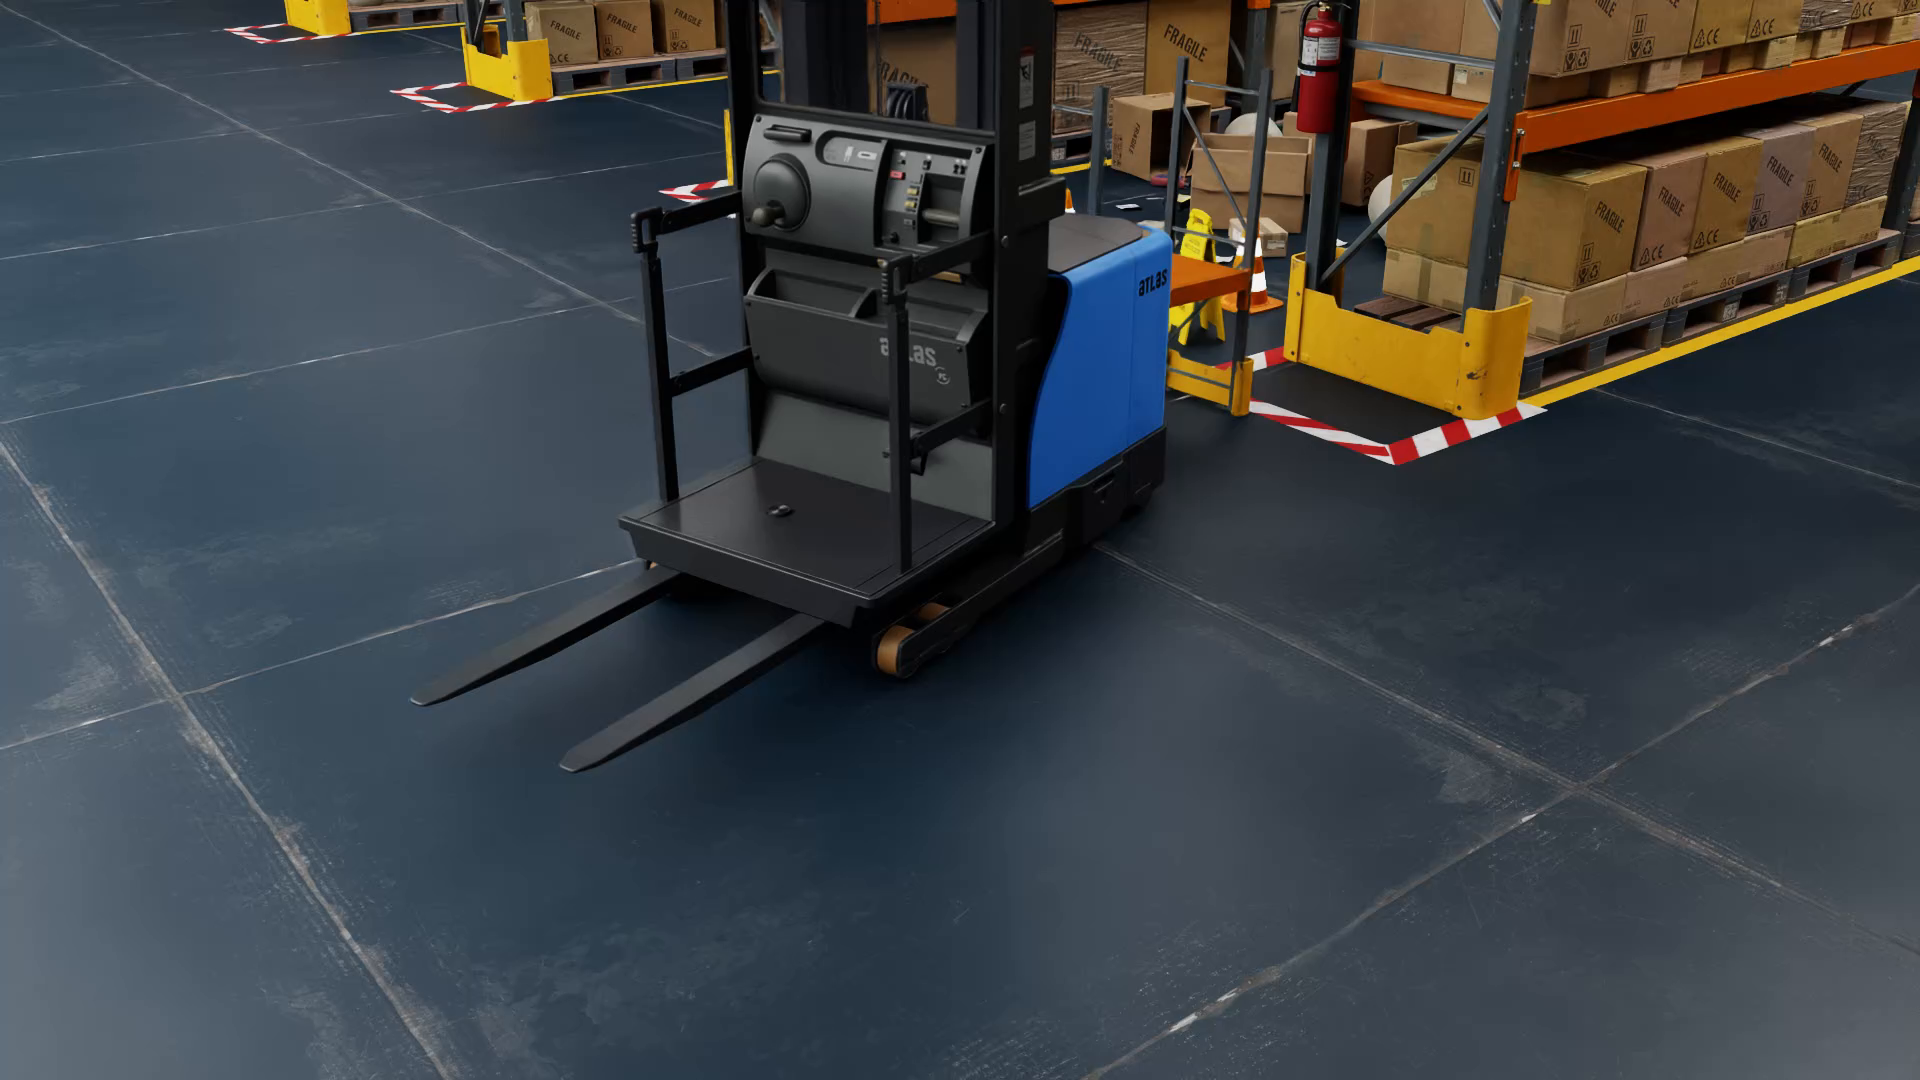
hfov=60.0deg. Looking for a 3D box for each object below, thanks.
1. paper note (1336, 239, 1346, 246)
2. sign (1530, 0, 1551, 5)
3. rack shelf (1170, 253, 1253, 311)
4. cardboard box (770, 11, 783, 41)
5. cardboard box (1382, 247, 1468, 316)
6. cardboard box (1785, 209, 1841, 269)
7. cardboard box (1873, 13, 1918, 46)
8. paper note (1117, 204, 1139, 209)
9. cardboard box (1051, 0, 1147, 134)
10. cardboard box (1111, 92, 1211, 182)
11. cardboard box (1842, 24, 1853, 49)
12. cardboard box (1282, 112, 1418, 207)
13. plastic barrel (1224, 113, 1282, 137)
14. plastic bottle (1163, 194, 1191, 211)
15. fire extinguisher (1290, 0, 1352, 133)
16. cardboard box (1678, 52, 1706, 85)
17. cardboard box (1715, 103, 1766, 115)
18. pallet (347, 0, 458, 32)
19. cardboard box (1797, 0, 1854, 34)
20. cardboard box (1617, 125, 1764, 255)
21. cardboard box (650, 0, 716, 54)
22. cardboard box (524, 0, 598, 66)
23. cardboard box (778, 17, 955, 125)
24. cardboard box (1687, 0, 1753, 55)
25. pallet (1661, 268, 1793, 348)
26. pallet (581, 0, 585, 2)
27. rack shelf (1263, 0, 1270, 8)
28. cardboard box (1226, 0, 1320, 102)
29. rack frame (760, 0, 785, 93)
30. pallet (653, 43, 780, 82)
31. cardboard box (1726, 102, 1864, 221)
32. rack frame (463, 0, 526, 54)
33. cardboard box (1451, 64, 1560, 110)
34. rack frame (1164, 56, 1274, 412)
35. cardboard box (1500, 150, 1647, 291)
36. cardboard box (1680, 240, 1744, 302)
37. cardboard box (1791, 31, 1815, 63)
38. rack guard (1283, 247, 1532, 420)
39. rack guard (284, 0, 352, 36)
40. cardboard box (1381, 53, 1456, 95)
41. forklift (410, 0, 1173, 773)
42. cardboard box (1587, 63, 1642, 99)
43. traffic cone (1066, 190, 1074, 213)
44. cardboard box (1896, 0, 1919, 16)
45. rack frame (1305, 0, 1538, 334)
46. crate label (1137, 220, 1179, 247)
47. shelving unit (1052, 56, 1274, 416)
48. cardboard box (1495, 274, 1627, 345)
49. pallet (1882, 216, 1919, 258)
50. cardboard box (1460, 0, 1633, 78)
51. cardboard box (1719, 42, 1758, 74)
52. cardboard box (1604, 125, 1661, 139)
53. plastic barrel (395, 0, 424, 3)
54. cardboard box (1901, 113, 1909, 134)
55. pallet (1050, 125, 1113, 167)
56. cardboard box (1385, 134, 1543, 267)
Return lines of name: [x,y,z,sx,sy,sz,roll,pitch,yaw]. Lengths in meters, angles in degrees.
paper note: [2.280,-1.824,10.158,0.142,0.019,0.148,-8,26,-16]
sign: [2.338,-2.313,6.643,0.005,0.325,0.100,-18,31,-34]
rack shelf: [0.724,-1.050,7.111,1.000,0.185,0.538,-19,30,-39]
cardboard box: [-1.750,-5.237,16.441,0.500,0.500,0.500,-9,26,-18]
cardboard box: [2.492,-1.349,8.361,0.500,0.250,0.500,-18,31,-34]
cardboard box: [4.439,-1.698,9.113,0.500,0.250,0.500,-19,31,-35]
cardboard box: [4.894,-2.774,8.962,0.250,0.149,0.380,-17,30,-33]
paper note: [1.118,-2.200,10.957,0.142,0.017,0.144,-8,26,-16]
cardboard box: [0.772,-3.604,12.477,0.875,0.875,0.875,-18,30,-34]
cardboard box: [1.428,-2.877,11.852,0.500,0.500,0.500,-13,28,-25]
cardboard box: [4.436,-2.672,8.742,0.250,0.149,0.380,-19,31,-35]
cardboard box: [2.554,-2.570,11.029,0.503,0.637,0.797,-18,31,-34]
plastic barrel: [2.071,-2.781,11.740,0.421,0.421,0.512,1,25,2]
plastic bottle: [1.461,-2.241,11.005,0.133,0.061,0.283,15,29,29]
fire extinguisher: [1.629,-2.188,7.493,0.183,0.674,0.296,-18,31,-34]
cardboard box: [3.258,-2.247,7.827,0.250,0.149,0.380,-17,30,-33]
cardboard box: [4.106,-2.216,9.338,0.500,0.500,0.500,-17,30,-32]
pallet: [-6.495,-6.004,18.935,1.213,0.211,1.003,-18,31,-34]
cardboard box: [4.148,-2.849,8.354,0.500,0.500,0.500,-17,30,-33]
cardboard box: [3.635,-1.773,8.383,0.500,0.500,0.500,-18,30,-33]
cardboard box: [-2.657,-4.919,15.757,0.500,0.500,0.500,-15,29,-29]
cardboard box: [-3.610,-4.596,15.061,0.500,0.500,0.500,-12,28,-25]
cardboard box: [-0.638,-3.139,11.474,0.875,0.875,0.875,-18,30,-34]
cardboard box: [3.353,-2.580,7.774,0.500,0.500,0.500,-19,31,-35]
pallet: [3.683,-1.370,8.950,1.213,0.211,1.003,-18,31,-34]
pallet: [-4.575,-6.637,20.301,1.213,0.211,1.003,-18,31,-34]
rack shelf: [3.591,-4.946,14.199,4.000,0.370,1.077,-18,31,-34]
cardboard box: [2.450,-4.114,13.725,0.750,0.750,1.050,-18,31,-34]
rack frame: [-1.131,-3.714,10.689,0.127,3.000,1.000,-18,31,-34]
pallet: [-2.432,-4.652,16.024,1.213,0.211,1.003,-18,31,-34]
cardboard box: [4.452,-2.047,8.975,0.500,0.500,0.500,-18,30,-33]
rack frame: [-4.112,-5.383,14.286,0.127,3.000,1.000,-18,31,-34]
cardboard box: [2.398,-2.006,7.307,0.250,0.149,0.380,-18,30,-34]
rack frame: [1.102,-1.340,7.363,0.032,1.500,0.500,-19,30,-39]
cardboard box: [2.827,-1.508,7.813,0.500,0.500,0.500,-19,31,-36]
cardboard box: [3.636,-1.437,8.551,0.500,0.250,0.500,-16,29,-31]
cardboard box: [4.069,-2.519,8.414,0.250,0.149,0.380,-19,31,-35]
rack guard: [2.063,-0.986,7.781,0.348,0.500,1.175,-18,31,-34]
rack guard: [-7.137,-5.925,18.424,0.348,0.500,1.175,-18,31,-34]
cardboard box: [2.165,-2.154,7.627,0.250,0.149,0.380,-17,30,-32]
forklift: [-0.439,-1.118,5.177,1.130,2.935,3.031,16,29,31]
cardboard box: [2.847,-2.118,7.549,0.250,0.149,0.380,-19,31,-36]
traffic cone: [0.593,-1.768,9.510,0.334,0.463,0.336,-18,31,-34]
cardboard box: [4.955,-3.122,8.941,0.500,0.500,0.500,-19,31,-35]
rack frame: [2.003,-2.100,7.212,0.127,3.000,1.000,-18,31,-34]
crate label: [1.173,-1.845,10.063,0.250,0.136,0.298,10,27,20]
shelving unit: [0.737,-1.218,7.046,1.083,1.500,0.587,-19,30,-39]
cardboard box: [2.809,-1.161,7.957,0.500,0.250,0.500,-19,31,-34]
pallet: [5.763,-2.077,10.475,1.213,0.211,1.003,-18,31,-34]
cardboard box: [2.547,-2.312,7.196,0.500,0.500,0.500,-19,31,-35]
cardboard box: [3.654,-2.395,8.145,0.250,0.149,0.380,-19,31,-35]
cardboard box: [3.283,-1.944,8.751,0.500,0.500,0.500,-19,31,-35]
plastic barrel: [-6.303,-6.412,18.960,0.421,0.512,0.421,0,25,0]
cardboard box: [6.126,-2.463,10.616,0.625,0.372,0.950,-16,29,-31]
pallet: [0.409,-2.998,12.458,1.213,0.211,1.003,-18,31,-34]
cardboard box: [2.473,-1.678,8.179,0.500,0.500,0.500,-18,30,-34]
